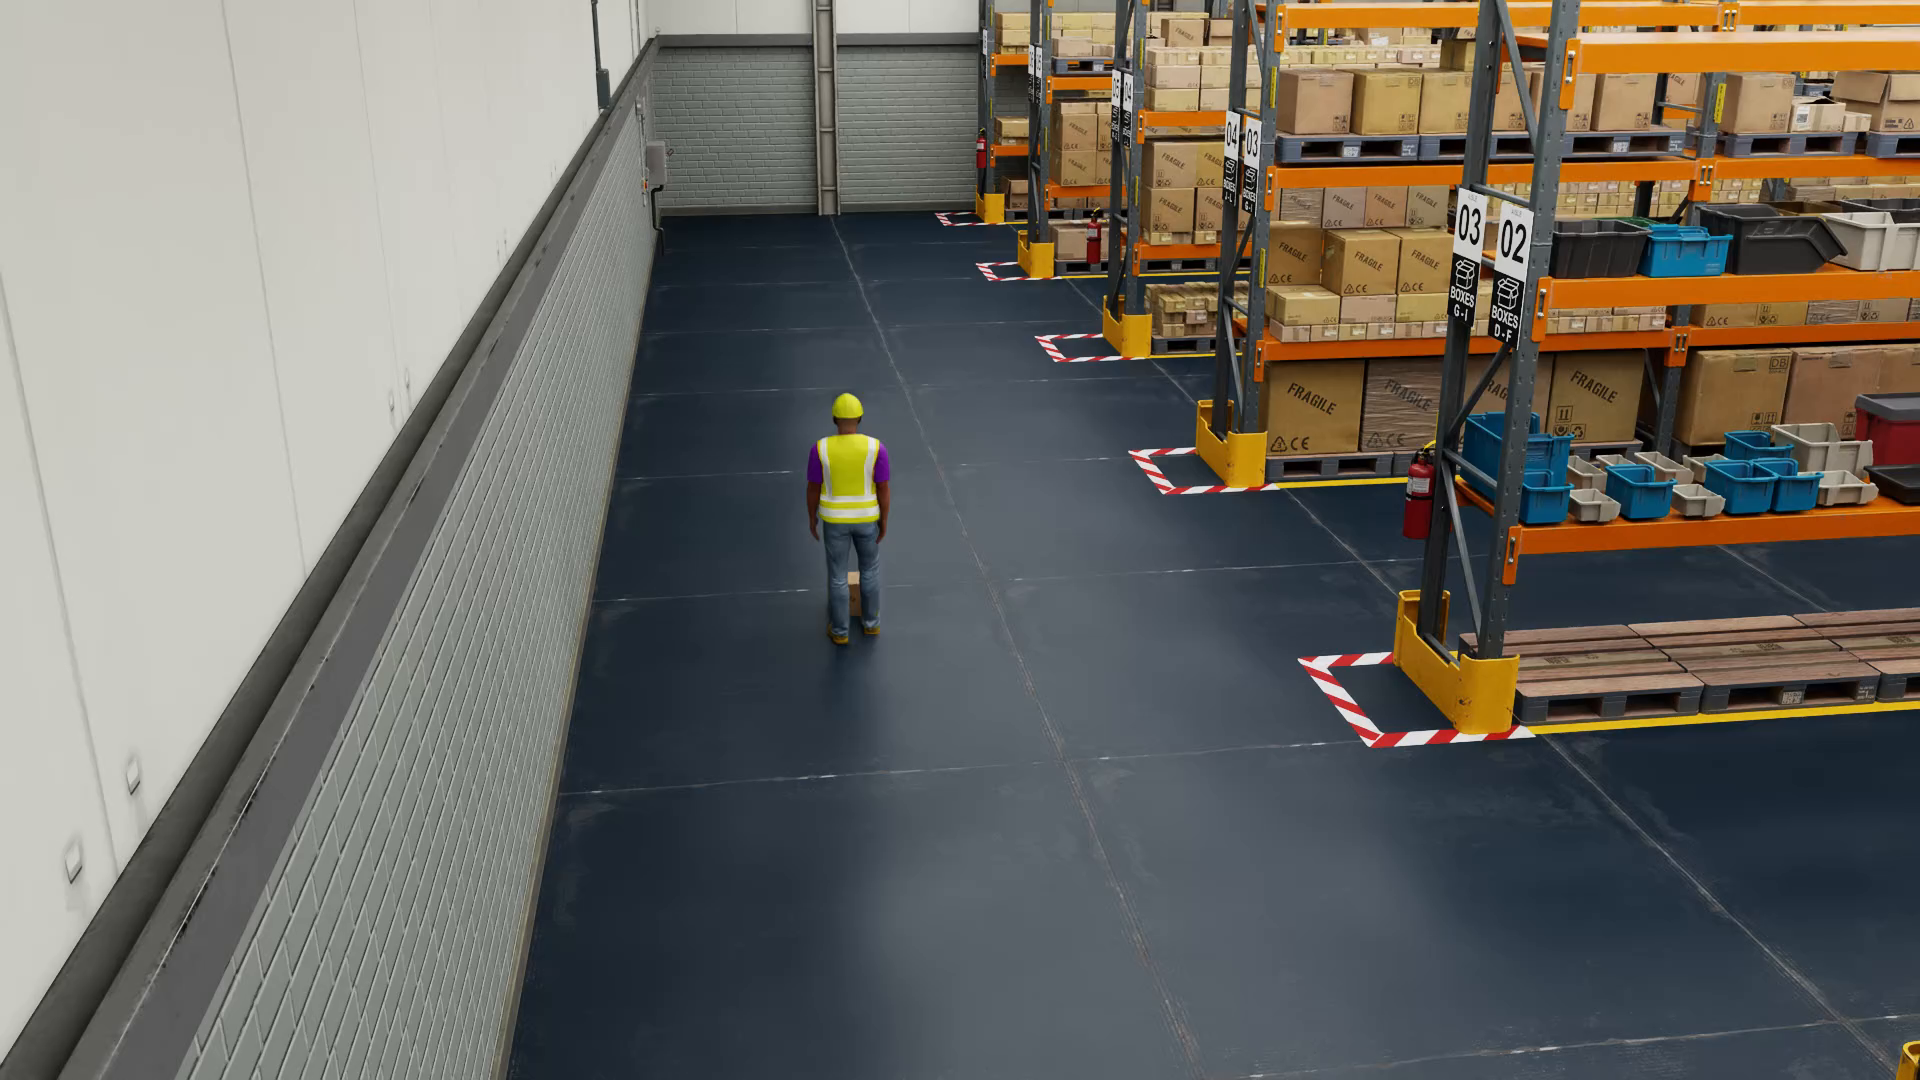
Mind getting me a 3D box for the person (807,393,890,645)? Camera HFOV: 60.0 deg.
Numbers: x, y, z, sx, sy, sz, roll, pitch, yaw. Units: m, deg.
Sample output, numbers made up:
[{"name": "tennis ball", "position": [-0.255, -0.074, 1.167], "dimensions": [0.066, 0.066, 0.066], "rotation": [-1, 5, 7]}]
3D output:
[{"name": "person", "position": [-0.774, -0.165, 11.506], "dimensions": [0.566, 1.769, 0.448], "rotation": [-2, 20, -6]}]
